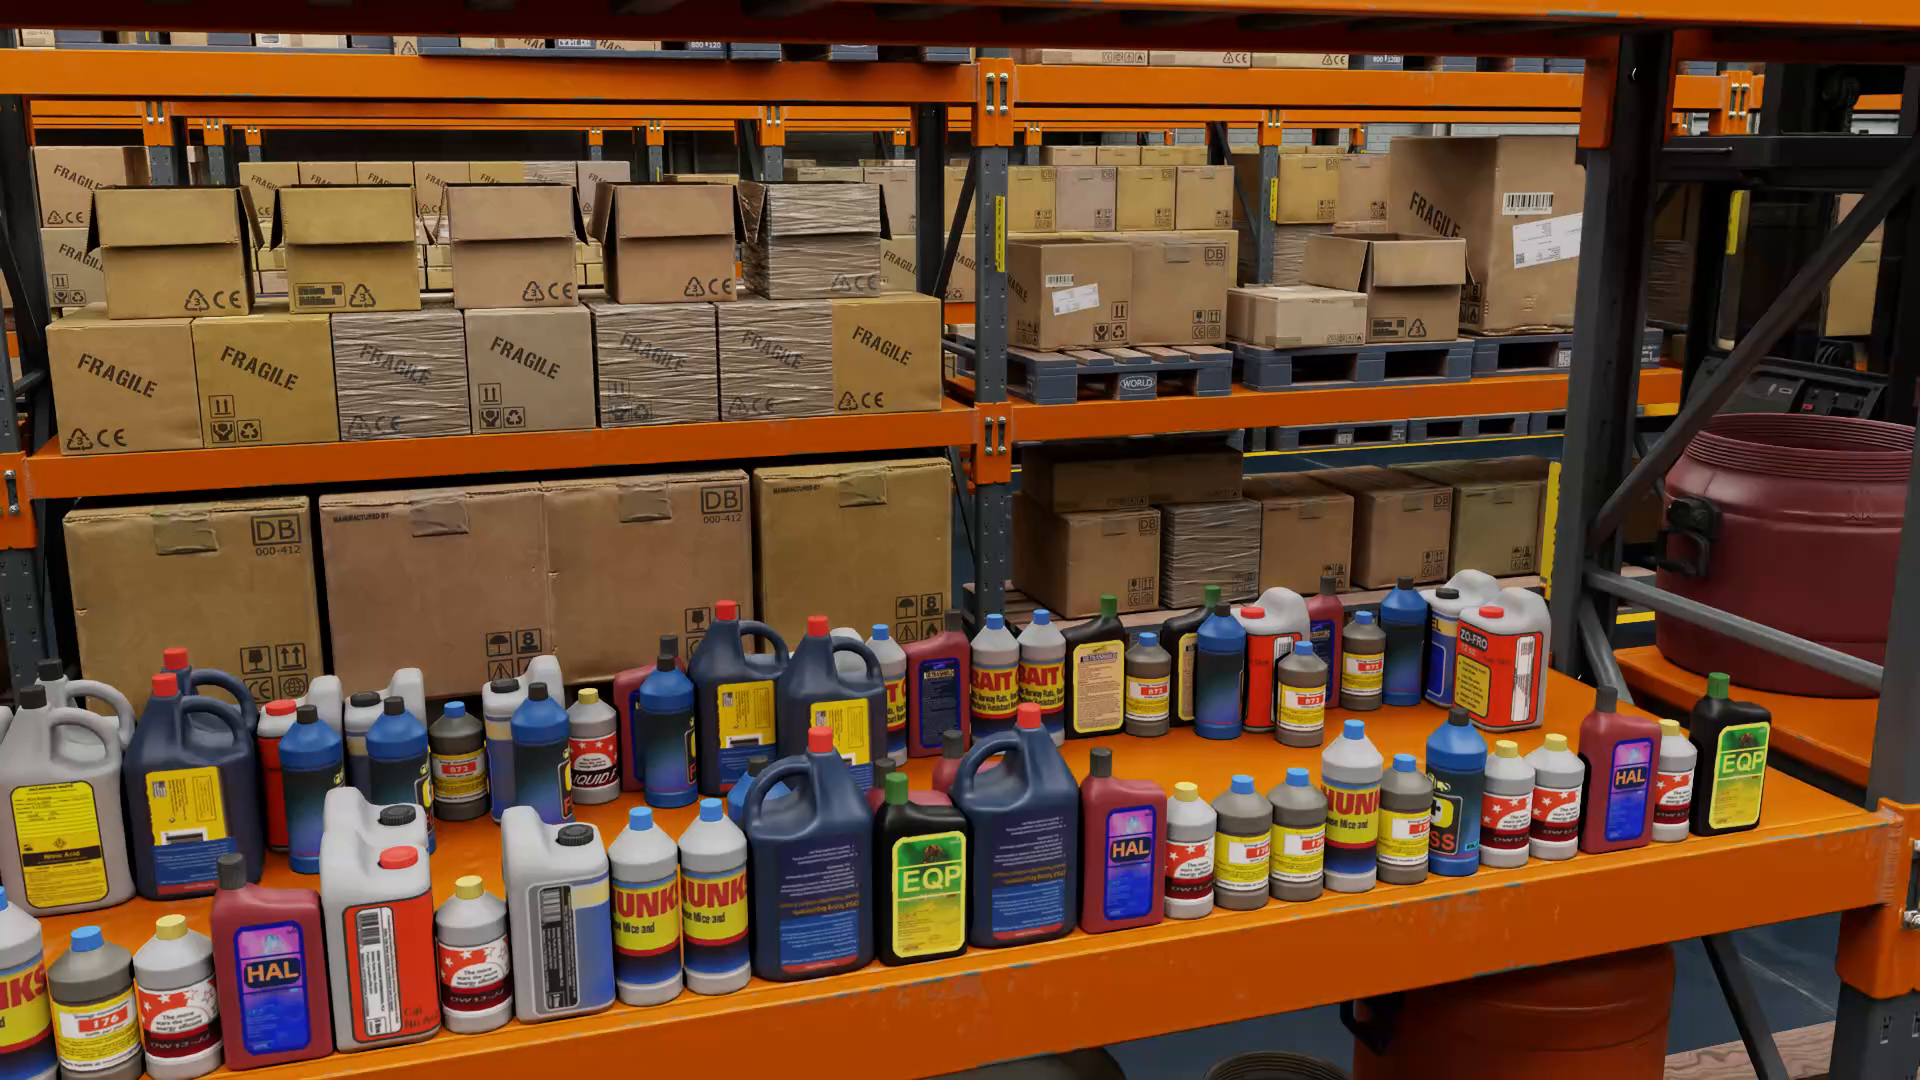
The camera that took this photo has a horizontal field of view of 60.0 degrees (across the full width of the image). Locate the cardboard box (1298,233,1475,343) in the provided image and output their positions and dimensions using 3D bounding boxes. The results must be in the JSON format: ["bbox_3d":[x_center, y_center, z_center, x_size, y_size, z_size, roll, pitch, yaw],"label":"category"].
[{"bbox_3d":[2.173,-1.303,8.507,0.637,0.503,0.797,-3,14,-12],"label":"cardboard box"}]

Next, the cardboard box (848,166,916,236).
[{"bbox_3d":[-0.583,-2.600,12.715,0.500,0.500,0.700,-5,14,-19],"label":"cardboard box"}]

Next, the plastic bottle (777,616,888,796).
[{"bbox_3d":[-0.229,0.307,2.977,0.185,0.351,0.144,-4,14,-18],"label":"plastic bottle"}]

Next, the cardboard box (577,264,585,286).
[{"bbox_3d":[-2.783,-1.866,11.643,0.250,0.149,0.380,-5,14,-21],"label":"cardboard box"}]

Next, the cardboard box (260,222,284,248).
[{"bbox_3d":[-4.499,-2.023,11.015,0.250,0.149,0.380,-4,14,-17],"label":"cardboard box"}]

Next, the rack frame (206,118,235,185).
[{"bbox_3d":[-6.956,-2.779,15.846,0.127,3.000,1.000,-4,14,-18],"label":"rack frame"}]

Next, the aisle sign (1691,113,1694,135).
[{"bbox_3d":[6.255,-3.791,14.481,0.004,0.787,0.394,-4,14,-18],"label":"aisle sign"}]

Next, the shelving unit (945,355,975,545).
[{"bbox_3d":[0.014,-0.585,10.508,0.189,1.200,0.258,-4,14,-18],"label":"shelving unit"}]

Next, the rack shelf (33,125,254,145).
[{"bbox_3d":[-10.438,-4.829,19.537,4.000,0.370,1.077,-4,14,-18],"label":"rack shelf"}]

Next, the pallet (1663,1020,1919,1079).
[{"bbox_3d":[2.322,1.493,3.910,1.213,0.211,1.003,-4,14,-18],"label":"pallet"}]

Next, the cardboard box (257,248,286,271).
[{"bbox_3d":[-4.516,-1.876,11.039,0.250,0.149,0.380,-5,14,-19],"label":"cardboard box"}]

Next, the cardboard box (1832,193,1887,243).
[{"bbox_3d":[4.768,-1.891,9.090,0.500,0.500,0.500,-4,14,-18],"label":"cardboard box"}]

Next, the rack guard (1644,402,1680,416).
[{"bbox_3d":[6.115,-1.373,15.333,0.348,0.500,1.175,-4,14,-18],"label":"rack guard"}]

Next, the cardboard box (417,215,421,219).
[{"bbox_3d":[-4.998,-3.034,16.160,0.500,0.250,0.500,-5,14,-20],"label":"cardboard box"}]

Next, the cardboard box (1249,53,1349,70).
[{"bbox_3d":[1.493,-2.344,7.858,0.500,0.250,0.500,-4,14,-17],"label":"cardboard box"}]

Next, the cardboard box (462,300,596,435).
[{"bbox_3d":[-1.841,-0.747,7.086,0.500,0.500,0.500,-4,14,-17],"label":"cardboard box"}]

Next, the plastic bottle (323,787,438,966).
[{"bbox_3d":[-0.826,0.488,2.375,0.135,0.276,0.152,-4,14,-18],"label":"plastic bottle"}]

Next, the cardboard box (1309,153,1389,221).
[{"bbox_3d":[3.146,-2.976,14.013,0.550,0.550,0.875,-4,14,-18],"label":"cardboard box"}]

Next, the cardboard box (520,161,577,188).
[{"bbox_3d":[-4.055,-3.475,16.391,0.500,0.500,0.500,-4,14,-17],"label":"cardboard box"}]

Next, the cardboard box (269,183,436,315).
[{"bbox_3d":[-2.538,-1.240,6.989,0.637,0.503,0.797,-4,14,-17],"label":"cardboard box"}]

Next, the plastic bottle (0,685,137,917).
[{"bbox_3d":[-1.403,0.396,2.601,0.185,0.351,0.144,-4,14,-18],"label":"plastic bottle"}]

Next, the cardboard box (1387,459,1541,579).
[{"bbox_3d":[2.740,-0.123,9.127,0.500,0.500,0.700,-5,14,-18],"label":"cardboard box"}]

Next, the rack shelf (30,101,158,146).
[{"bbox_3d":[-7.177,-2.663,10.428,4.000,0.370,1.077,-4,14,-18],"label":"rack shelf"}]

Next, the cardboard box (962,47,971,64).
[{"bbox_3d":[0.227,-3.745,12.494,0.500,0.311,0.500,-5,14,-19],"label":"cardboard box"}]

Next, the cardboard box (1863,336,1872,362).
[{"bbox_3d":[5.040,-1.094,9.303,0.250,0.149,0.380,-4,14,-18],"label":"cardboard box"}]

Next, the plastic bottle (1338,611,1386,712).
[{"bbox_3d":[0.851,0.253,3.528,0.097,0.201,0.097,0,13,0],"label":"plastic bottle"}]

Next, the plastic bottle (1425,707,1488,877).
[{"bbox_3d":[0.810,0.407,2.727,0.097,0.271,0.097,0,13,0],"label":"plastic bottle"}]

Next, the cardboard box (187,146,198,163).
[{"bbox_3d":[-7.146,-3.538,15.254,0.250,0.149,0.380,-5,14,-19],"label":"cardboard box"}]

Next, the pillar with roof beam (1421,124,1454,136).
[{"bbox_3d":[8.943,-7.317,21.958,0.400,9.000,9.100,-4,14,-18],"label":"pillar with roof beam"}]

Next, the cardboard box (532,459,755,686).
[{"bbox_3d":[-1.512,0.039,7.682,0.875,0.875,1.225,-4,14,-18],"label":"cardboard box"}]

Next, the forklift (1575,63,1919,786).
[{"bbox_3d":[3.075,-0.543,6.590,3.031,2.935,1.130,-4,14,-17],"label":"forklift"}]

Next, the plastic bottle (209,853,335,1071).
[{"bbox_3d":[-0.890,0.538,2.151,0.133,0.283,0.061,-4,14,-18],"label":"plastic bottle"}]

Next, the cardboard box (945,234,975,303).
[{"bbox_3d":[-0.020,-2.094,12.749,0.500,0.500,0.500,-4,14,-18],"label":"cardboard box"}]

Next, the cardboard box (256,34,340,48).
[{"bbox_3d":[-4.380,-3.340,11.007,0.500,0.311,0.500,-5,14,-19],"label":"cardboard box"}]

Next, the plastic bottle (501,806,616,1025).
[{"bbox_3d":[-0.558,0.505,2.307,0.135,0.276,0.152,-4,14,-18],"label":"plastic bottle"}]

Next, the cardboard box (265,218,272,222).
[{"bbox_3d":[-4.709,-2.165,11.613,0.250,0.149,0.380,-5,14,-20],"label":"cardboard box"}]

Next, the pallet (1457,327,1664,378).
[{"bbox_3d":[3.016,-1.079,9.110,1.213,0.211,1.003,-4,14,-18],"label":"pallet"}]

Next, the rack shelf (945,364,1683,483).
[{"bbox_3d":[1.891,-0.699,8.653,4.000,0.370,1.077,-4,14,-18],"label":"rack shelf"}]

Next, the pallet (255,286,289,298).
[{"bbox_3d":[-4.511,-1.632,11.438,1.213,0.211,1.003,-4,14,-18],"label":"pallet"}]

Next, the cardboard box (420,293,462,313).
[{"bbox_3d":[-2.475,-0.824,7.409,0.500,0.500,0.500,-5,14,-19],"label":"cardboard box"}]

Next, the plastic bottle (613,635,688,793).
[{"bbox_3d":[-0.569,0.319,3.073,0.133,0.283,0.061,-4,14,-18],"label":"plastic bottle"}]

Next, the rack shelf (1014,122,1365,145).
[{"bbox_3d":[2.522,-4.627,18.685,4.000,0.370,1.077,-4,14,-18],"label":"rack shelf"}]

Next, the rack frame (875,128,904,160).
[{"bbox_3d":[-0.960,-4.458,22.904,0.127,3.000,1.000,-4,14,-18],"label":"rack frame"}]

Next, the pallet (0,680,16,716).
[{"bbox_3d":[-4.541,0.790,6.867,1.213,0.211,1.003,-4,14,-18],"label":"pallet"}]

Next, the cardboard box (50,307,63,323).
[{"bbox_3d":[-5.959,-1.457,10.829,0.250,0.149,0.380,-4,14,-16],"label":"cardboard box"}]

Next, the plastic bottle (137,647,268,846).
[{"bbox_3d":[-1.274,0.351,2.791,0.185,0.351,0.144,-4,14,-18],"label":"plastic bottle"}]

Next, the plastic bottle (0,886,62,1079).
[{"bbox_3d":[-1.190,0.563,2.073,0.097,0.271,0.097,0,13,0],"label":"plastic bottle"}]

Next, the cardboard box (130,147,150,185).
[{"bbox_3d":[-5.787,-2.401,11.236,0.500,0.500,0.500,-4,14,-17],"label":"cardboard box"}]

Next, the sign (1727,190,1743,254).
[{"bbox_3d":[3.967,-1.638,8.546,0.005,0.325,0.100,-4,14,-18],"label":"sign"}]

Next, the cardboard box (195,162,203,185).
[{"bbox_3d":[-7.485,-3.332,15.794,0.500,0.500,0.500,-4,14,-18],"label":"cardboard box"}]

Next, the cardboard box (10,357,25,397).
[{"bbox_3d":[-8.434,-1.648,15.719,0.875,0.438,0.875,-5,14,-20],"label":"cardboard box"}]

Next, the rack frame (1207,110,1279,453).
[{"bbox_3d":[2.301,-2.292,13.795,0.127,3.000,1.000,-4,14,-18],"label":"rack frame"}]

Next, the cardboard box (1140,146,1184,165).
[{"bbox_3d":[2.088,-4.099,18.372,0.500,0.500,0.700,-5,14,-19],"label":"cardboard box"}]

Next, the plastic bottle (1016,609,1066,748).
[{"bbox_3d":[0.160,0.272,3.294,0.097,0.271,0.097,0,13,0],"label":"plastic bottle"}]
